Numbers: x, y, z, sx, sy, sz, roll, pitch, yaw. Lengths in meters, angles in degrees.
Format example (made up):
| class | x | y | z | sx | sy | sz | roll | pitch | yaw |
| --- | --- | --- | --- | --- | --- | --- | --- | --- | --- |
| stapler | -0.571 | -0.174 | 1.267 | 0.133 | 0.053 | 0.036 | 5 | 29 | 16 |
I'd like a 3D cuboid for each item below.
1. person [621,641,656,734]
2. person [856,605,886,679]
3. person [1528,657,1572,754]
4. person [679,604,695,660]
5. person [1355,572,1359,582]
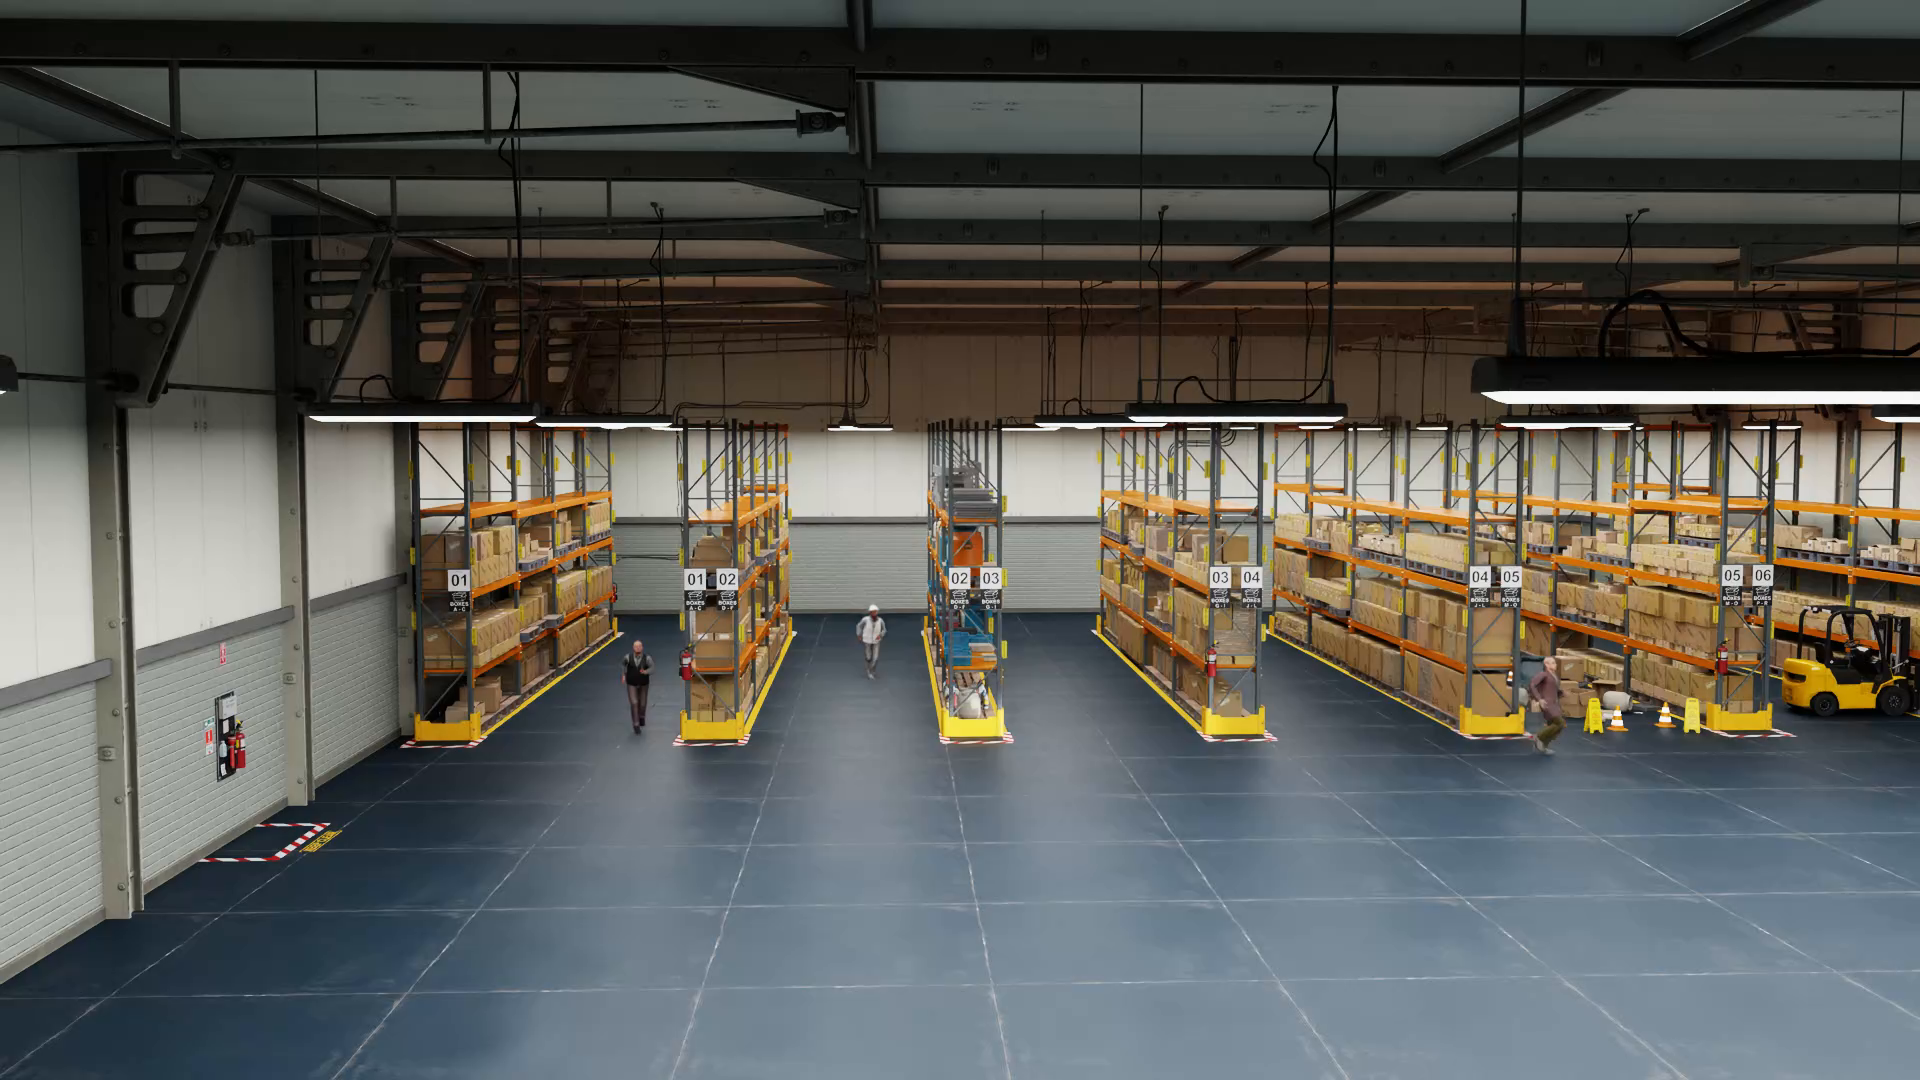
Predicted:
| class | x | y | z | sx | sy | sz | roll | pitch | yaw |
| --- | --- | --- | --- | --- | --- | --- | --- | --- | --- |
| person | -6.166 | 2.788 | 31.871 | 0.654 | 1.711 | 0.965 | -1 | 4 | -13 |
| person | -2.070 | 2.386 | 38.953 | 0.693 | 1.730 | 0.682 | -1 | 4 | -9 |
| person | 10.530 | 2.953 | 29.561 | 0.651 | 1.736 | 0.693 | 3 | 5 | 40 |
| person | -6.734 | 2.167 | 41.832 | 0.659 | 1.742 | 0.599 | 0 | 4 | -5 |
| person | 11.847 | 1.744 | 49.572 | 0.720 | 1.626 | 0.555 | -1 | 4 | -18 |
